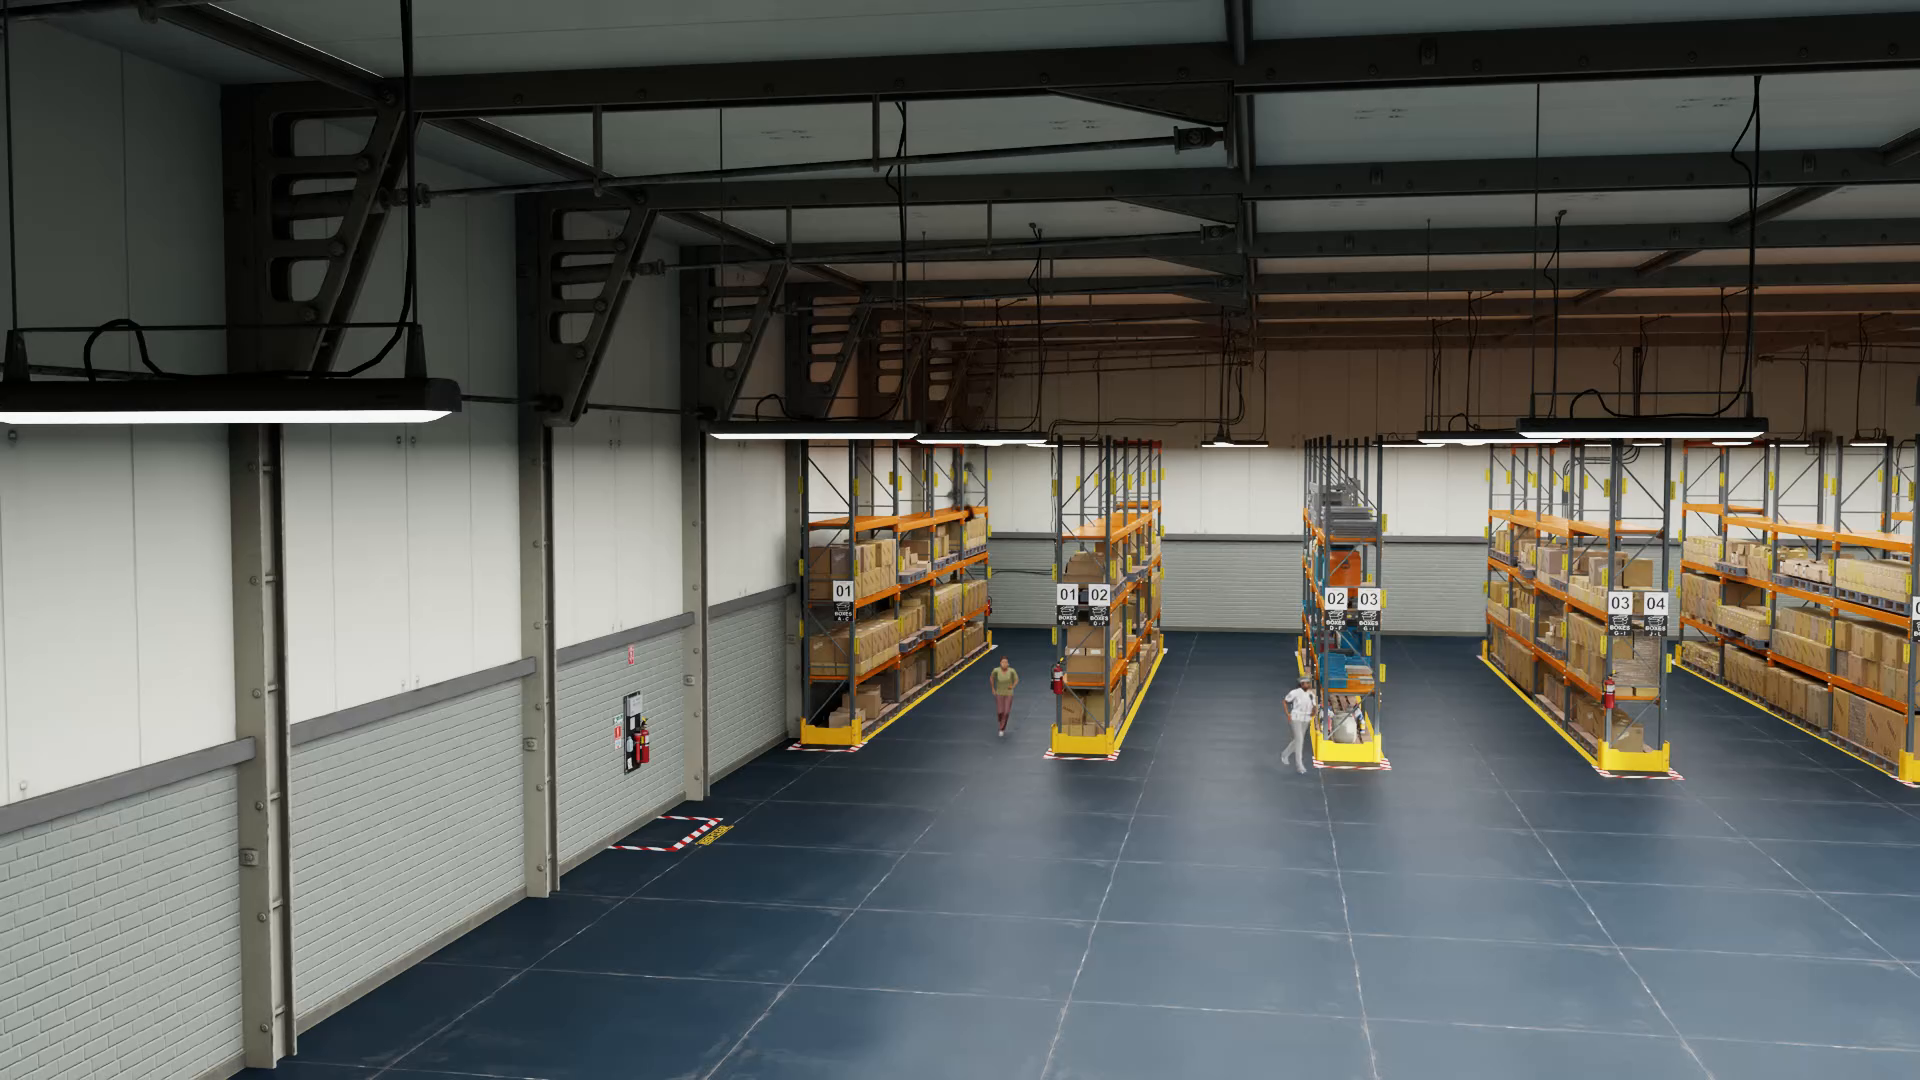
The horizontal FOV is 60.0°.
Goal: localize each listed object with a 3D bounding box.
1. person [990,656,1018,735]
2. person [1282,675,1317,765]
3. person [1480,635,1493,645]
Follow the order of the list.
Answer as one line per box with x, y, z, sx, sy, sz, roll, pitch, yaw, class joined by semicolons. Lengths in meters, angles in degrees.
0.891;3.116;33.273;0.558;1.607;0.592;0;3;-2;person
6.113;3.207;29.887;0.585;1.574;0.693;-2;3;-26;person
15.122;2.401;46.599;1.025;1.700;0.532;2;4;30;person
